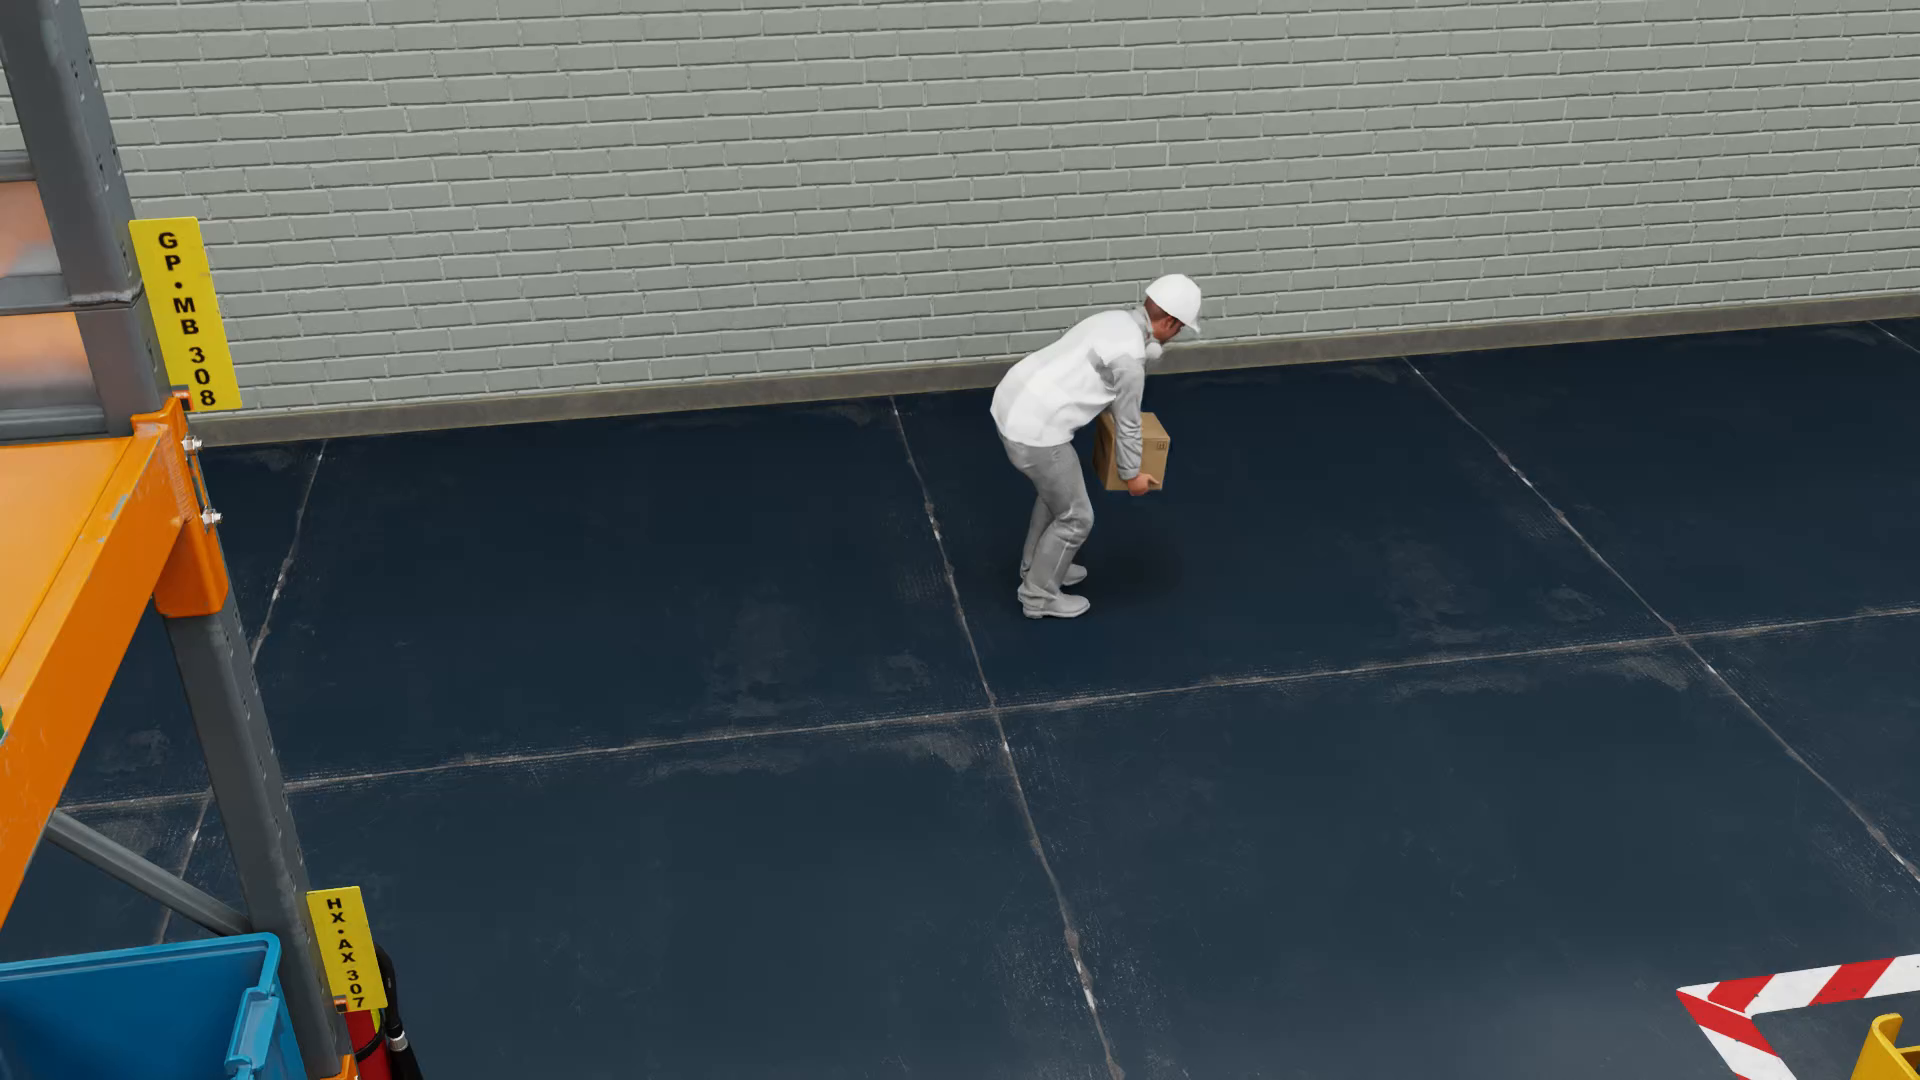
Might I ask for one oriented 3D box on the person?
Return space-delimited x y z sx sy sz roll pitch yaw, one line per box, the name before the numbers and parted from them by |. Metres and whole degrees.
person | 0.569 -0.408 7.095 0.870 1.477 0.473 -6 31 -10
